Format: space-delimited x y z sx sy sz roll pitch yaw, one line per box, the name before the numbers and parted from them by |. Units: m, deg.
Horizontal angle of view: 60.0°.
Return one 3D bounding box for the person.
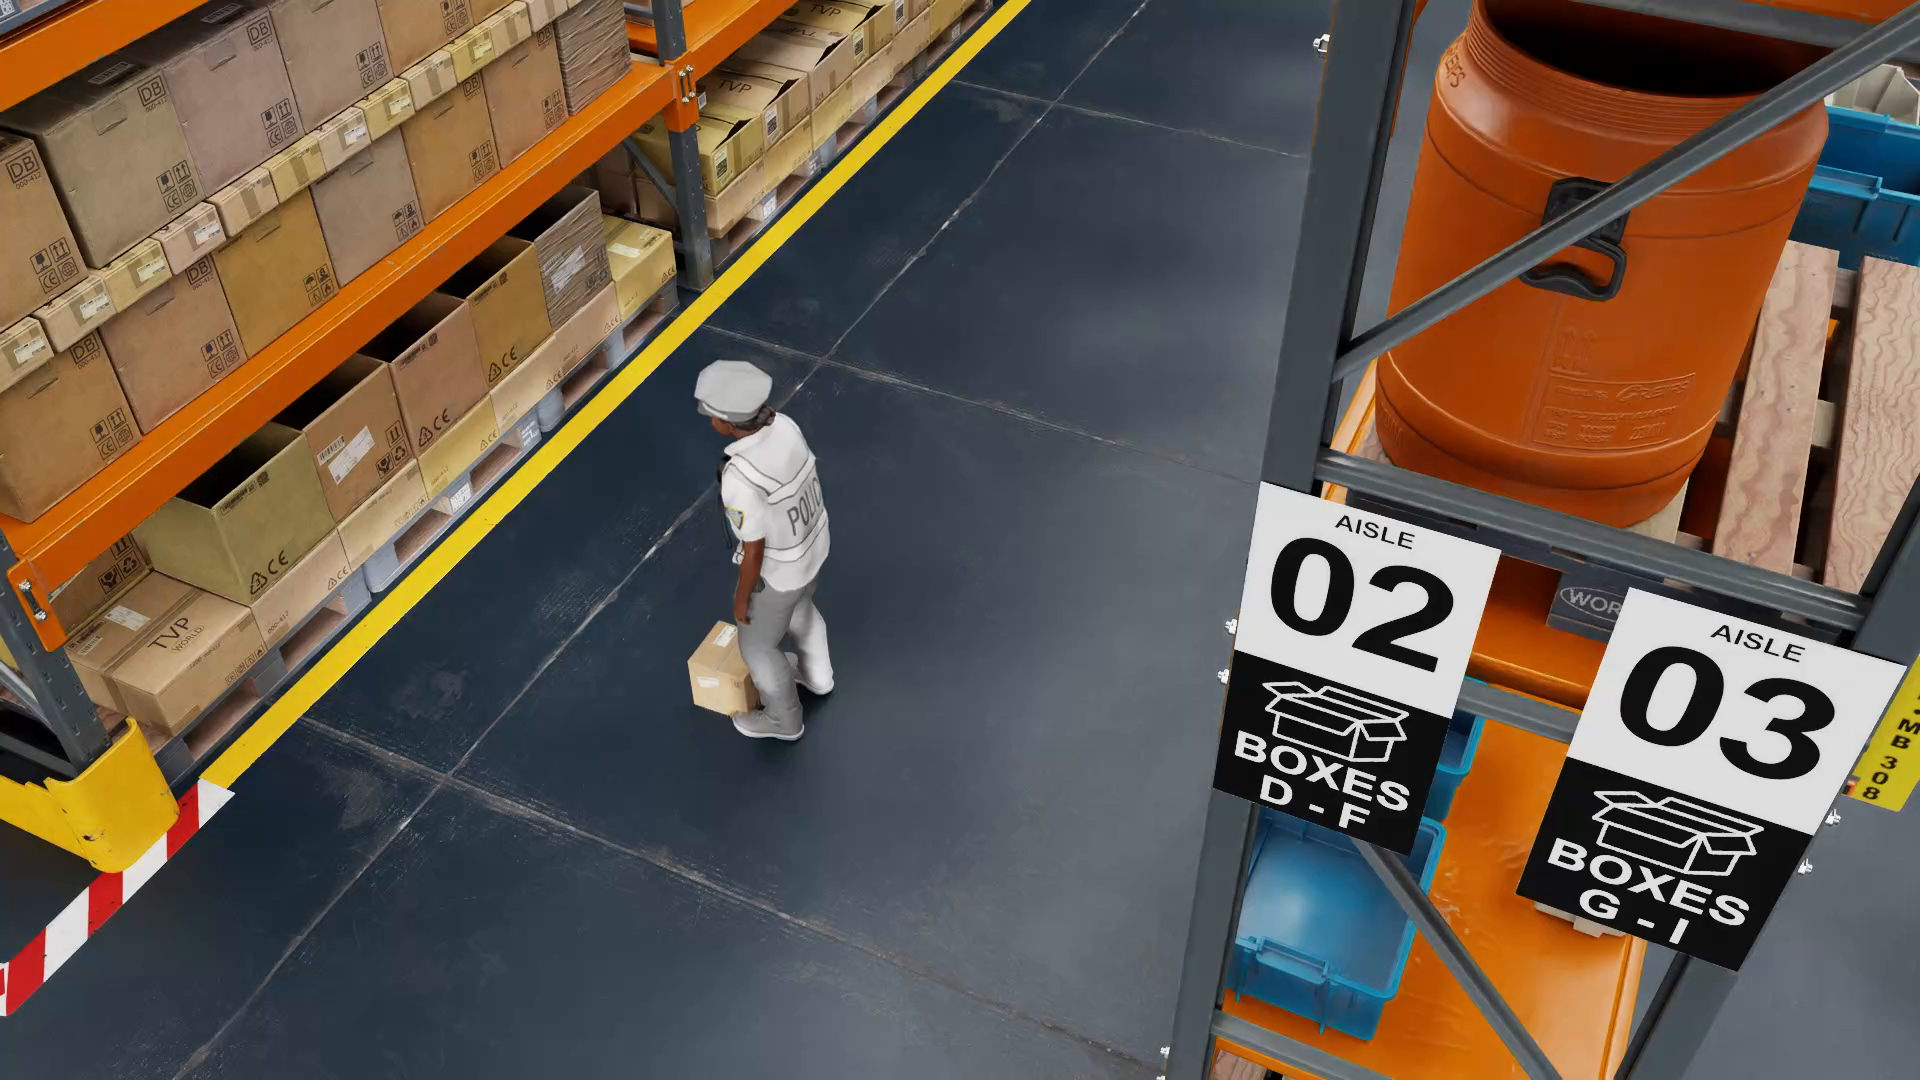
person | -0.684 0.065 6.090 0.397 1.658 0.527 15 44 16
